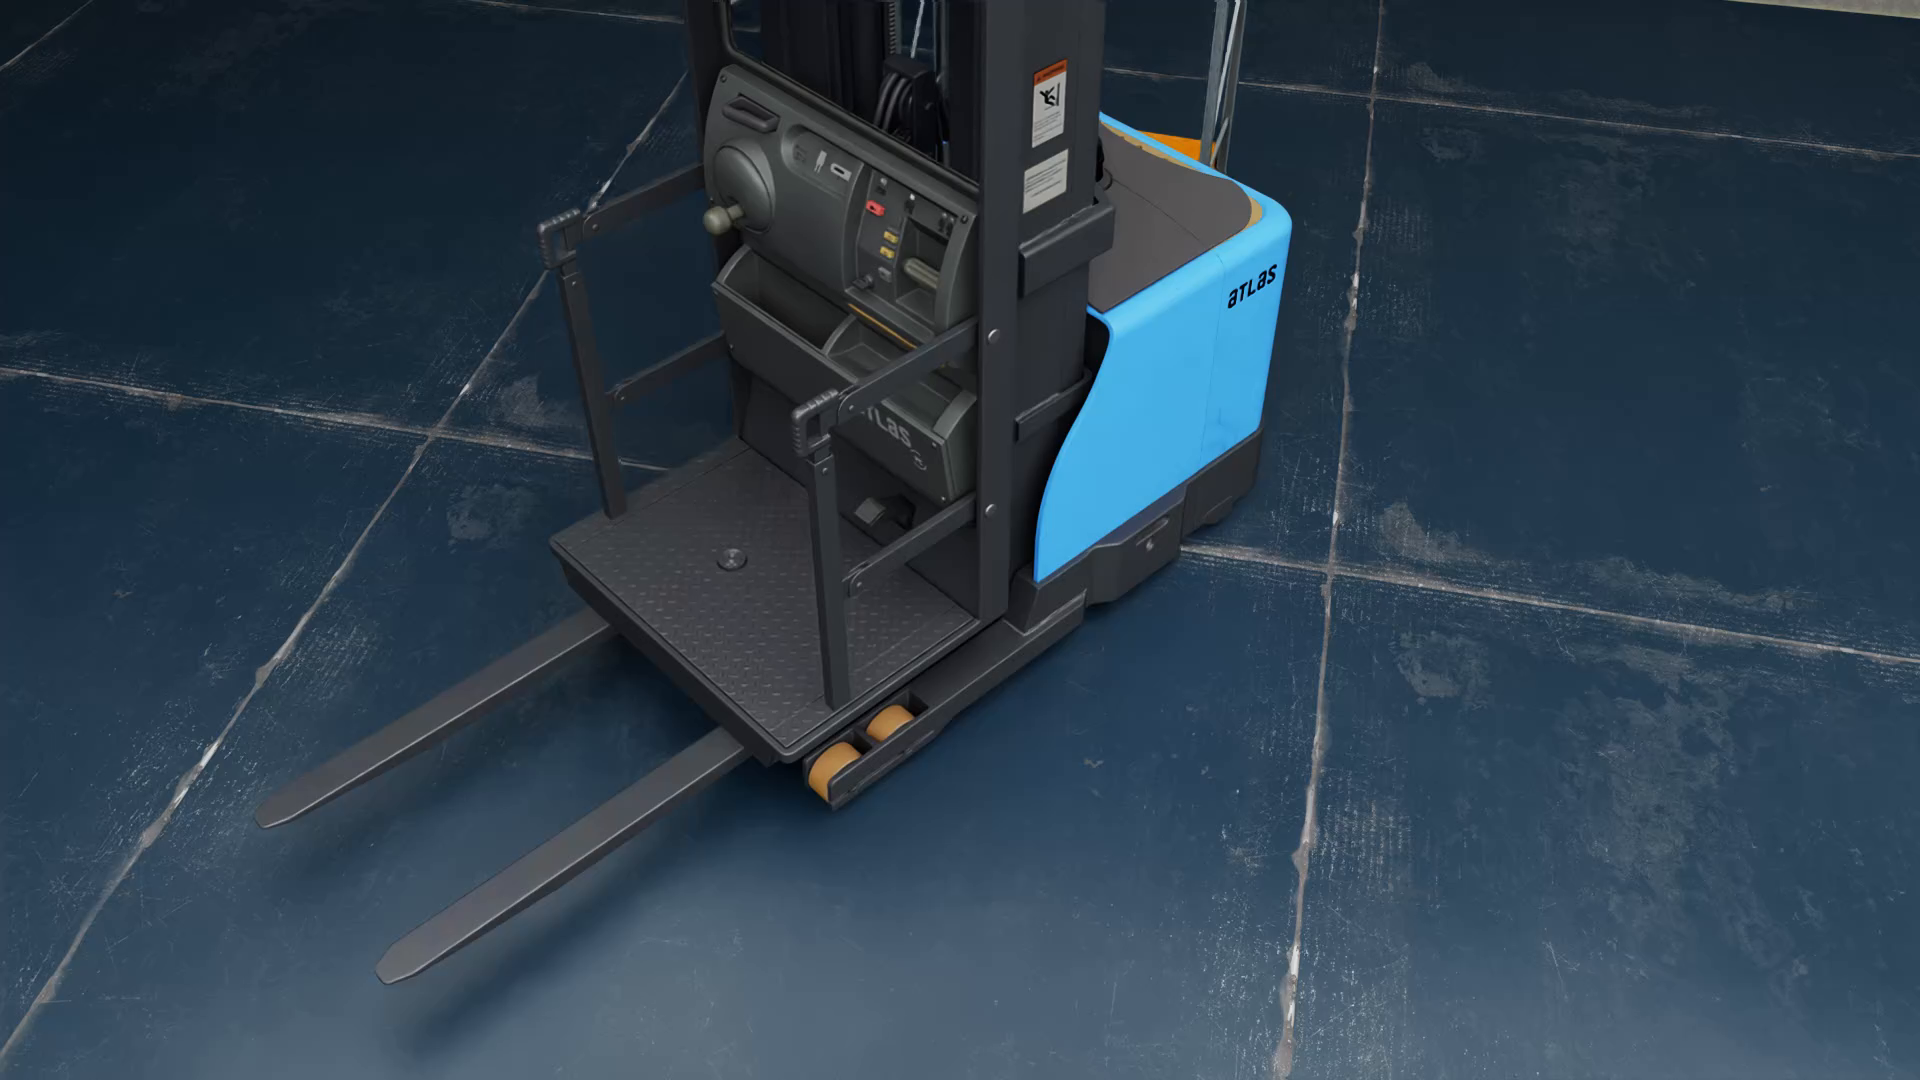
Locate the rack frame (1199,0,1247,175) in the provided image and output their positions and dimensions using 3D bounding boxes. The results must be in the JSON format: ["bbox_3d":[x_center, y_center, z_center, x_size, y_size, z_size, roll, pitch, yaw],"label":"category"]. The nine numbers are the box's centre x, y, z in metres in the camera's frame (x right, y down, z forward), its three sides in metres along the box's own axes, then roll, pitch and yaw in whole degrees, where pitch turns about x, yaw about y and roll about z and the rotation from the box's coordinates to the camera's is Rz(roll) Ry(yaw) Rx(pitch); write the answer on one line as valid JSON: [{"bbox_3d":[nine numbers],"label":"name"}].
[{"bbox_3d":[0.840,-1.272,5.490,0.032,1.500,0.500,12,45,12],"label":"rack frame"}]

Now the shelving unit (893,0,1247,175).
[{"bbox_3d":[0.362,-1.373,5.595,1.083,1.500,0.587,12,45,12],"label":"shelving unit"}]

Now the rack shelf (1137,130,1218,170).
[{"bbox_3d":[0.354,-1.245,5.722,1.000,0.185,0.538,12,45,12],"label":"rack shelf"}]

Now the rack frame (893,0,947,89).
[{"bbox_3d":[-0.133,-1.478,5.704,0.032,1.500,0.500,12,45,12],"label":"rack frame"}]

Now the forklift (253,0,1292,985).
[{"bbox_3d":[-0.463,-0.752,3.918,3.031,2.935,1.130,-33,53,-30],"label":"forklift"}]
